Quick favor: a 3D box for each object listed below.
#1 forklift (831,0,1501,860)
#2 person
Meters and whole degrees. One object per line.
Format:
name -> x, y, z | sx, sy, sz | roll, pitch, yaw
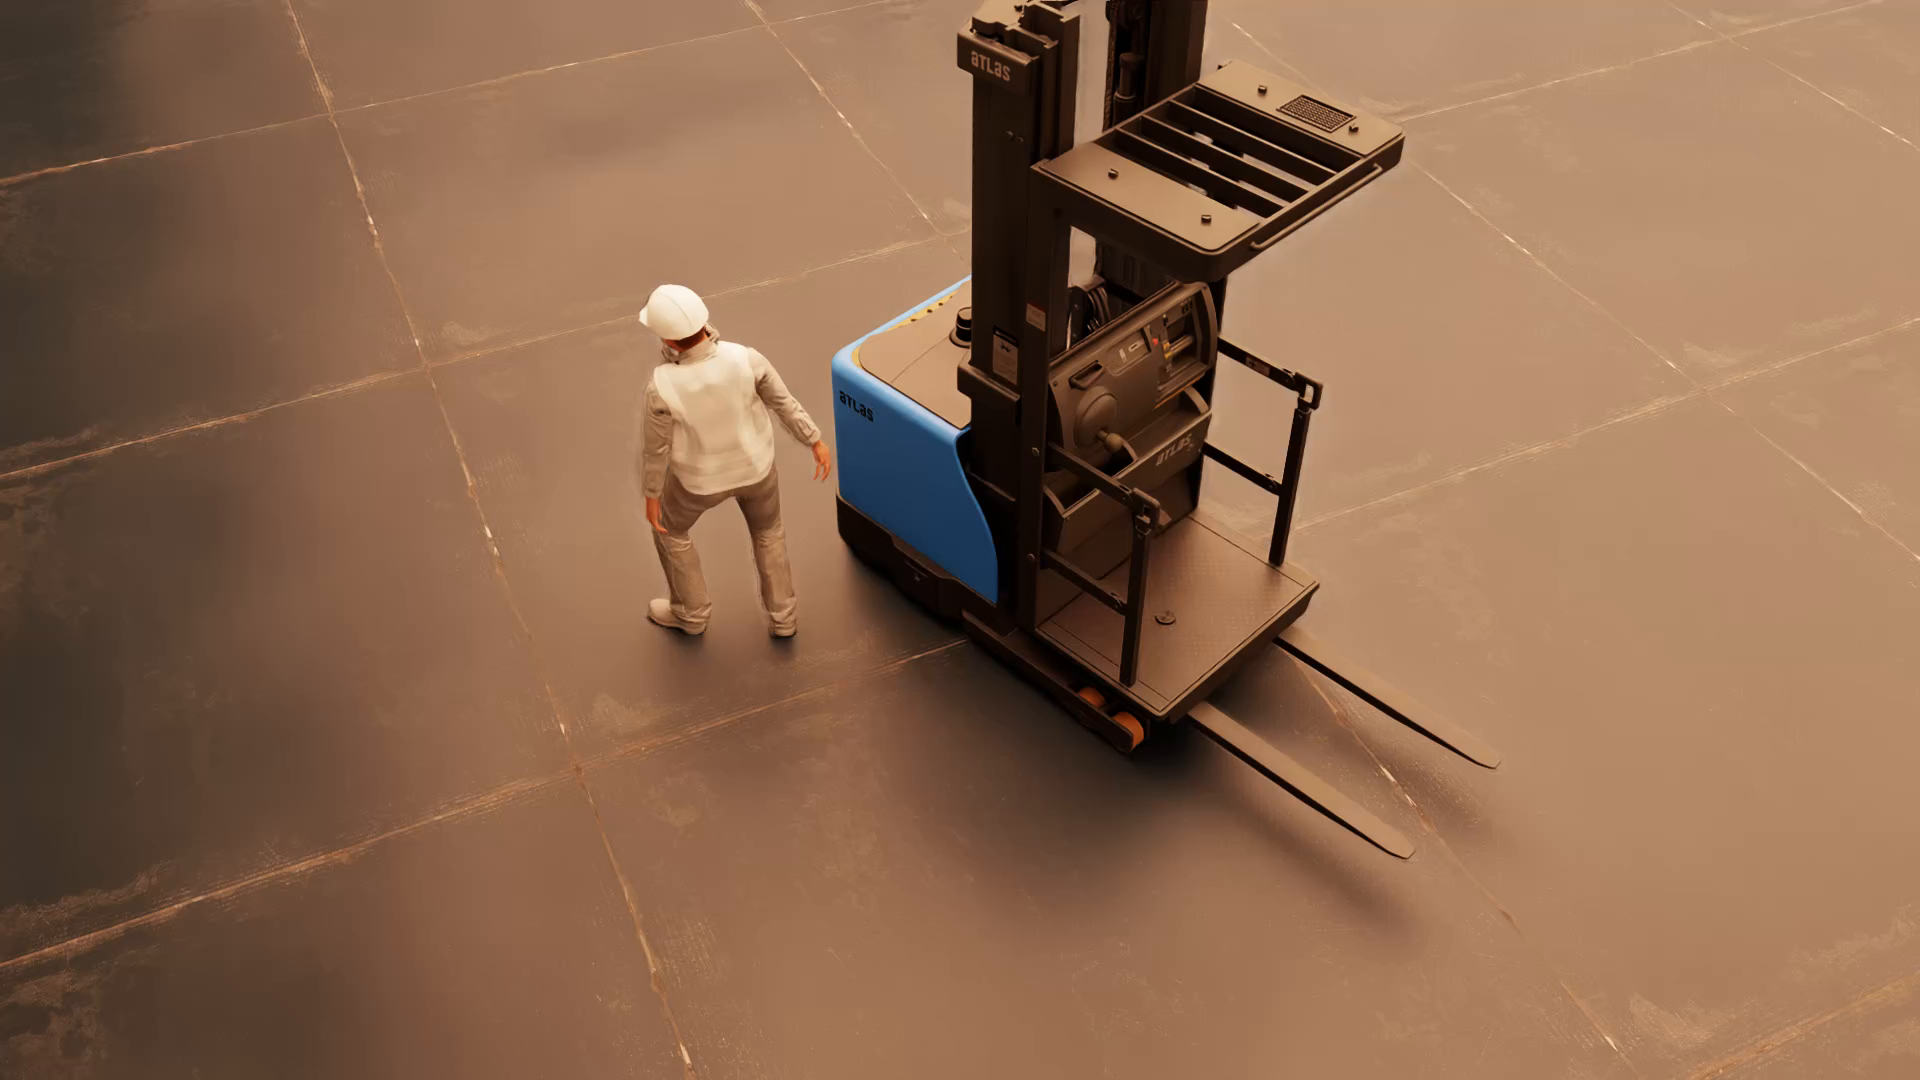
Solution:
forklift -> 0.831, -0.601, 6.325 | 3.031, 2.935, 1.130 | 34, 53, 31
person -> -0.964, -0.297, 6.929 | 0.848, 1.751, 0.478 | -12, 44, -13
